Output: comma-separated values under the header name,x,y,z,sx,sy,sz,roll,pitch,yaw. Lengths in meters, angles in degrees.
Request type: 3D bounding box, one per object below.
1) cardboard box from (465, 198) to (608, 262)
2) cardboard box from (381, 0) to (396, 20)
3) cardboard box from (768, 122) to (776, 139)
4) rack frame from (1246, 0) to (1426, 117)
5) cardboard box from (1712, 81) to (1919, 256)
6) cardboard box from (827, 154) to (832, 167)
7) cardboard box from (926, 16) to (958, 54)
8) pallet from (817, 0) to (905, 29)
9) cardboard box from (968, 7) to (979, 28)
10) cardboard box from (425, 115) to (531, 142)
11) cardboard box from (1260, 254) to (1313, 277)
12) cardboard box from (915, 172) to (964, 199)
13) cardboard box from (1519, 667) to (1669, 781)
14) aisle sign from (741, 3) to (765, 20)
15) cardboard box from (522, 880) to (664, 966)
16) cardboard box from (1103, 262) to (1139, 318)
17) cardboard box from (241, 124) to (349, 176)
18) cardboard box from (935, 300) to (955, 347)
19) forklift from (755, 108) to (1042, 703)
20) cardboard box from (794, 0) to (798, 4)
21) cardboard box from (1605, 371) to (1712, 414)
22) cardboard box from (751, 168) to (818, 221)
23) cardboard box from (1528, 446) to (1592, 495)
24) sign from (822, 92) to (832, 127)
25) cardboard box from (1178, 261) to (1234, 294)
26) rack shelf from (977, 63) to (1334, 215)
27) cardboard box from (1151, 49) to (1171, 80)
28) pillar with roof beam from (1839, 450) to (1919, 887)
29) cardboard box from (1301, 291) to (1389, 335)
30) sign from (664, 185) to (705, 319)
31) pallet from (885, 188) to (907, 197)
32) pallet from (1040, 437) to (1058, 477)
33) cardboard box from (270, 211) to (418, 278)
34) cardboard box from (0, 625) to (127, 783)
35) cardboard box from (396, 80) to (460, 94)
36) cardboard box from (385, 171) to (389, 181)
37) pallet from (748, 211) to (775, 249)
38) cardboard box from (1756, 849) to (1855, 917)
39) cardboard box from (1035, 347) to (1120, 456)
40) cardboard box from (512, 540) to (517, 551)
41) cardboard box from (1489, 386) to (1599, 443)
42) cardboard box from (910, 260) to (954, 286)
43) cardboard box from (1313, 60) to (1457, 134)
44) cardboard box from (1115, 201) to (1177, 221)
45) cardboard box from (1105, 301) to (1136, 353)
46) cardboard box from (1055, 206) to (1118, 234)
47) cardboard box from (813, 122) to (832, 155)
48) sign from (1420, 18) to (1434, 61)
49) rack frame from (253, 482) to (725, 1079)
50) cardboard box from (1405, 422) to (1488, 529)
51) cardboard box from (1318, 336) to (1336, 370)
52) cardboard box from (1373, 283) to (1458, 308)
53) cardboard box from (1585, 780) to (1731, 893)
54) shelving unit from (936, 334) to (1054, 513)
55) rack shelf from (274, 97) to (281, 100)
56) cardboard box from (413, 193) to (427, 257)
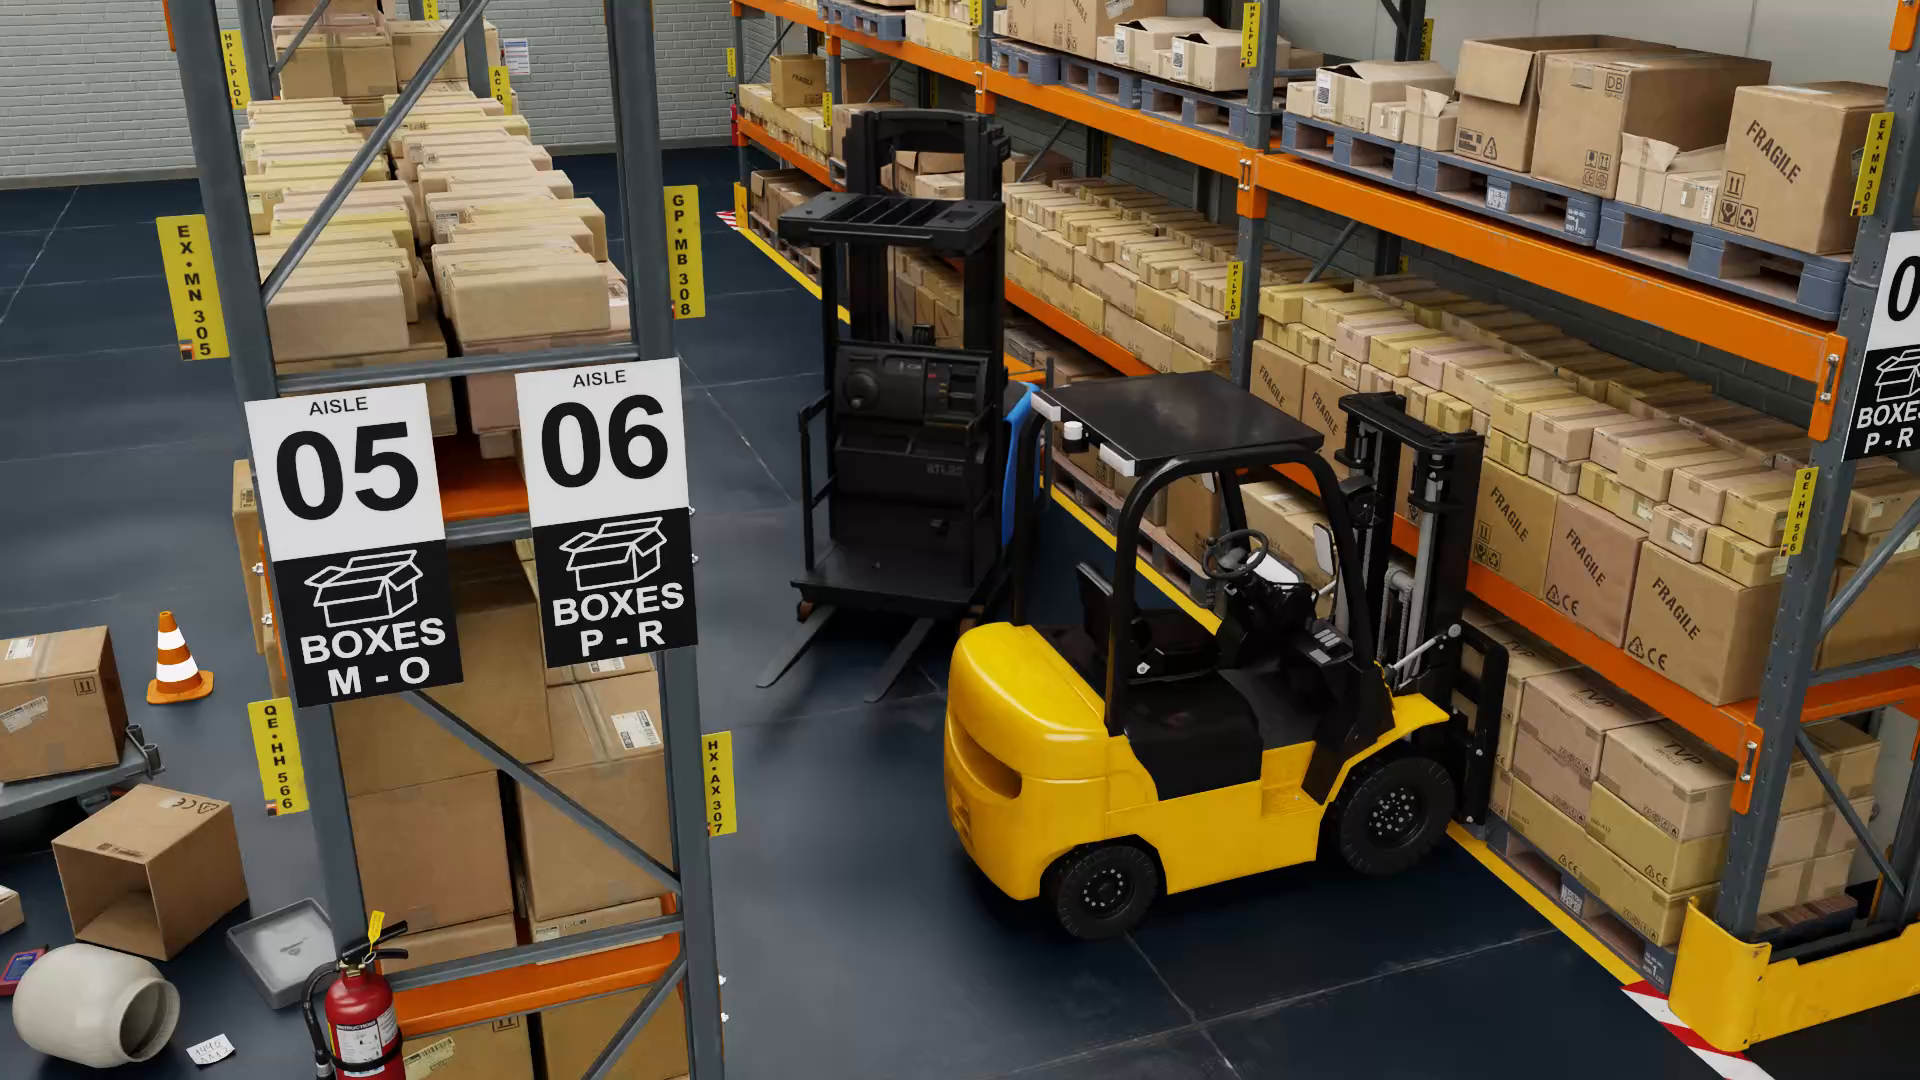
name,x,y,z,sx,sy,sz,roll,pitch,yaw
cardboard box,-1.277,-0.923,5.012,0.380,0.149,0.250,-8,24,-19
cardboard box,-4.920,-4.445,13.646,0.500,0.311,0.500,-8,24,-19
cardboard box,-1.931,-4.590,18.601,0.380,0.149,0.250,-9,24,-20
rack frame,2.040,-3.742,8.542,1.000,3.000,0.127,-8,24,-19
cardboard box,3.069,-1.319,5.858,0.500,0.500,0.500,-8,24,-17
cardboard box,-1.135,-3.850,16.845,0.380,0.149,0.250,-8,24,-18
cardboard box,0.041,-4.080,13.398,0.500,0.250,0.500,-8,24,-19
pallet,-0.621,-4.933,15.472,1.213,0.211,1.003,-8,24,-19
cardboard box,0.277,-4.023,12.751,0.380,0.149,0.250,-8,24,-18
cardboard box,-1.900,-1.577,6.563,0.380,0.149,0.250,-8,24,-17
cardboard box,1.984,-1.675,10.398,0.380,0.149,0.250,-8,24,-19
cardboard box,-0.048,-2.894,13.907,0.500,0.250,0.500,-10,25,-21
cardboard box,2.813,0.780,7.250,0.500,0.250,0.500,-8,24,-18
aisle sign,-2.498,-6.520,19.510,0.394,0.787,0.004,-8,24,-19
cardboard box,-1.115,1.122,5.048,0.380,0.149,0.250,-8,24,-19
cardboard box,1.264,-1.654,10.863,0.500,0.250,0.500,-8,24,-18
cardboard box,-2.524,-1.483,6.341,0.380,0.149,0.250,-9,24,-19
cardboard box,0.110,-1.780,14.288,0.500,0.500,0.500,-9,24,-20
forklift,-0.349,-0.899,9.608,1.130,2.935,3.031,6,24,15
cardboard box,-1.509,-5.620,17.183,0.380,0.149,0.250,-8,24,-17
cardboard box,3.177,-0.644,7.569,0.380,0.149,0.250,-9,24,-20
cardboard box,-2.071,-4.145,19.897,0.797,0.503,0.637,-9,25,-21
cardboard box,2.701,-0.330,7.207,0.380,0.149,0.250,-9,25,-21
sign,-1.291,-4.206,16.252,0.100,0.325,0.005,-8,24,-19
cardboard box,1.567,-1.603,10.228,0.380,0.149,0.250,-8,24,-19
rack shelf,1.334,-2.755,10.988,1.077,0.370,4.000,-8,24,-19
cardboard box,1.368,-2.841,9.921,0.380,0.149,0.250,-8,24,-19
pillar with roof beam,0.023,-2.074,4.585,9.100,9.000,0.400,-8,24,-19
cardboard box,2.069,-1.223,8.942,0.380,0.149,0.250,-8,24,-18
sign,-0.681,-0.701,4.064,0.100,0.325,0.005,-8,24,-19
pallet,-0.064,-3.048,14.867,1.003,0.211,1.213,-8,24,-19
pallet,0.882,-0.841,12.974,1.003,0.211,1.213,-8,24,-19
cardboard box,-1.789,-0.846,4.830,0.380,0.149,0.250,-8,24,-19
cardboard box,-4.257,0.763,7.821,0.500,0.500,0.500,-8,24,-19
cardboard box,-2.613,-2.253,8.524,0.500,0.250,0.500,-9,24,-20
cardboard box,-2.347,-1.178,6.130,0.500,0.250,0.500,-8,24,-19
pallet,-1.890,-3.735,19.841,1.003,0.211,1.213,-8,24,-19
cardboard box,3.463,1.344,7.198,0.500,0.250,0.500,-8,24,-19
cardboard box,1.073,-1.065,12.432,0.875,0.625,0.625,-8,24,-17
cardboard box,-1.745,0.174,5.176,0.700,0.500,0.500,-8,24,-18
cardboard box,2.585,-0.557,7.363,0.380,0.149,0.250,-8,24,-18
cardboard box,-0.226,-2.402,14.929,0.380,0.149,0.250,-10,25,-22
cardboard box,2.106,-2.222,8.244,0.500,0.311,0.500,-8,24,-18
cardboard box,1.334,-2.318,11.923,0.380,0.149,0.250,-8,24,-19
cardboard box,1.288,-1.422,10.955,0.500,0.250,0.500,-8,24,-19
cardboard box,0.895,-2.252,11.768,0.380,0.149,0.250,-8,24,-18
cardboard box,-1.194,-4.104,16.934,0.500,0.250,0.500,-8,24,-18
sign,2.559,-2.711,9.190,0.100,0.325,0.005,-8,24,-19
rack frame,-1.189,1.158,4.639,1.000,3.000,0.127,-8,24,-19
cardboard box,2.490,-0.270,7.899,0.500,0.500,0.500,-8,24,-19
cardboard box,2.118,-0.986,8.763,0.380,0.149,0.250,-8,24,-19
cardboard box,2.486,-1.288,9.097,0.380,0.149,0.250,-9,24,-20
cardboard box,2.989,1.185,6.932,0.500,0.250,0.500,-9,24,-20
shelving unit,0.176,-0.858,11.837,0.538,1.125,1.048,-11,25,-25
rack shelf,-3.309,-2.072,9.369,1.077,0.370,4.000,-8,24,-19
cardboard box,-1.654,-1.068,5.871,0.500,0.250,0.500,-8,24,-18
